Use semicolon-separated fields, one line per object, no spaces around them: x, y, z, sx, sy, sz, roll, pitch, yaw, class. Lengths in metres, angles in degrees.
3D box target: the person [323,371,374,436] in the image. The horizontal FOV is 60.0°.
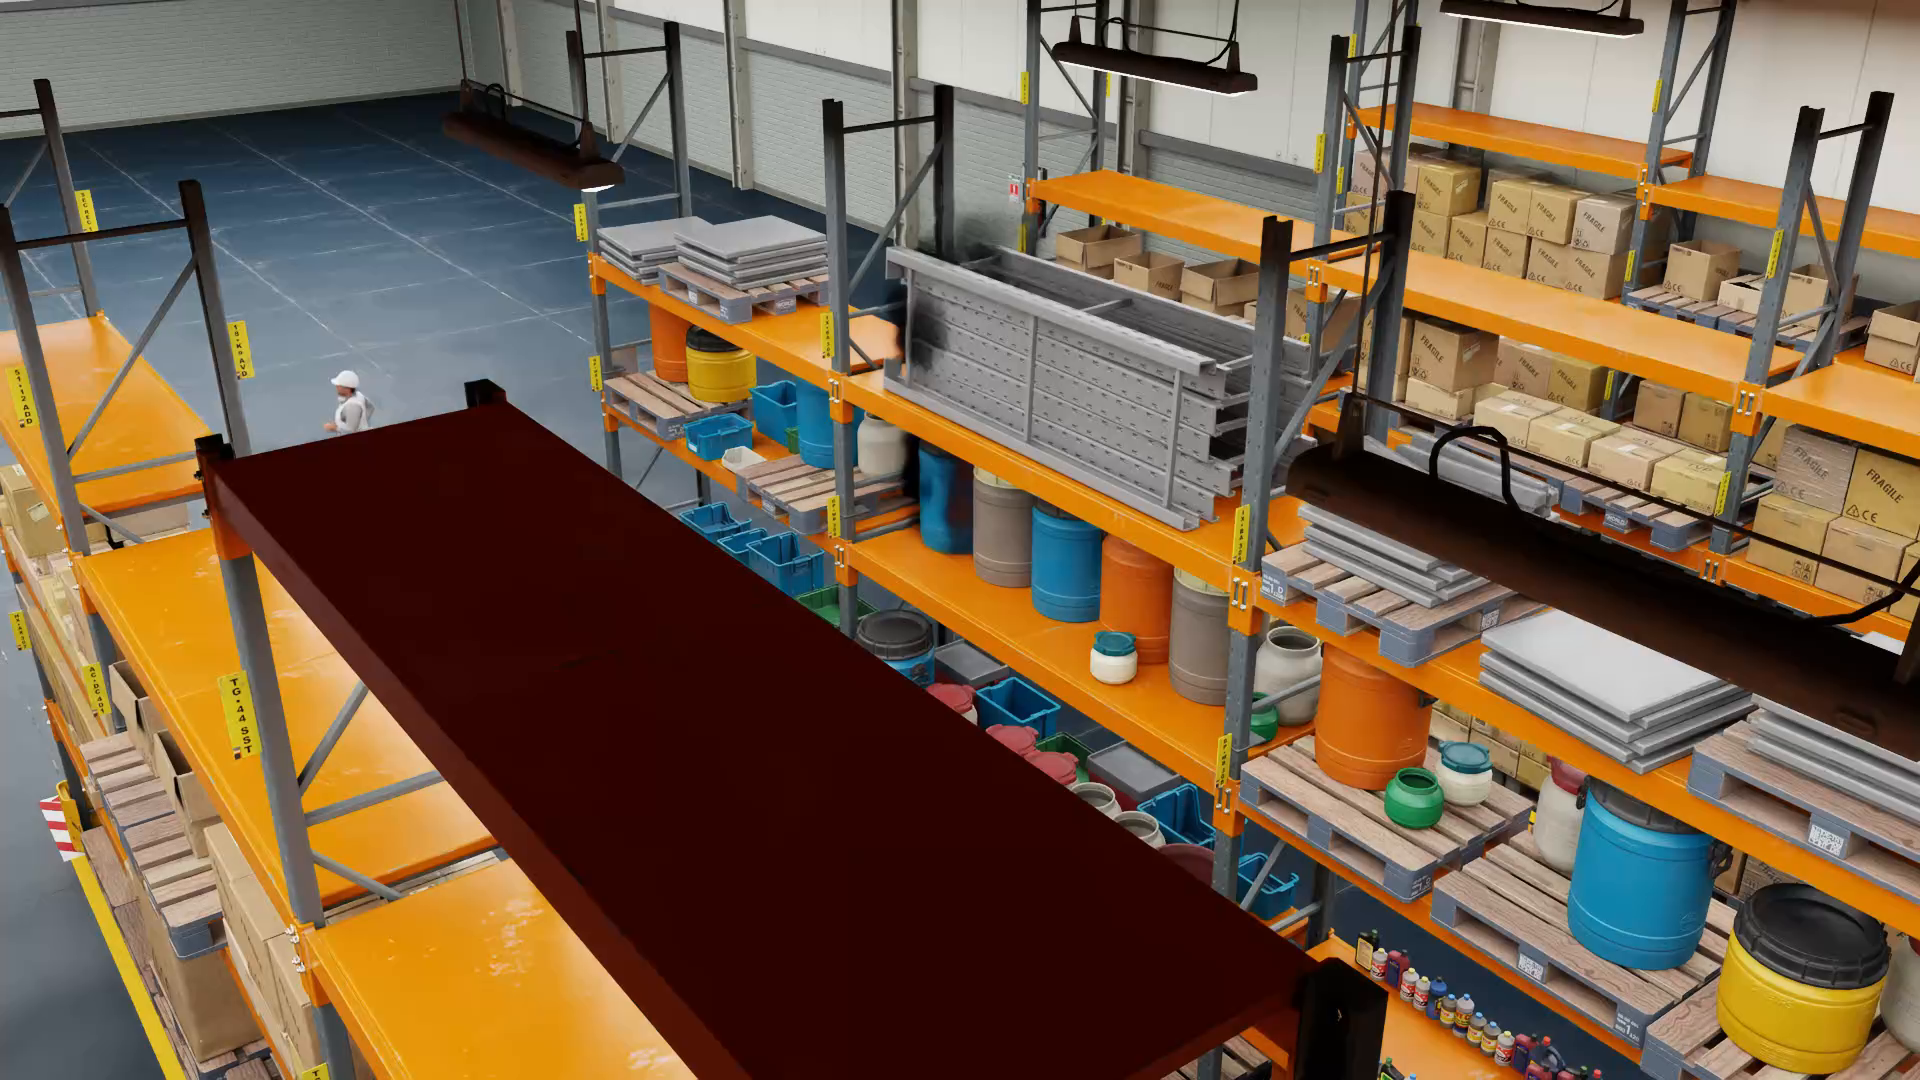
-6.970;-1.103;19.194;0.872;1.774;0.658;-8;26;-18;person
